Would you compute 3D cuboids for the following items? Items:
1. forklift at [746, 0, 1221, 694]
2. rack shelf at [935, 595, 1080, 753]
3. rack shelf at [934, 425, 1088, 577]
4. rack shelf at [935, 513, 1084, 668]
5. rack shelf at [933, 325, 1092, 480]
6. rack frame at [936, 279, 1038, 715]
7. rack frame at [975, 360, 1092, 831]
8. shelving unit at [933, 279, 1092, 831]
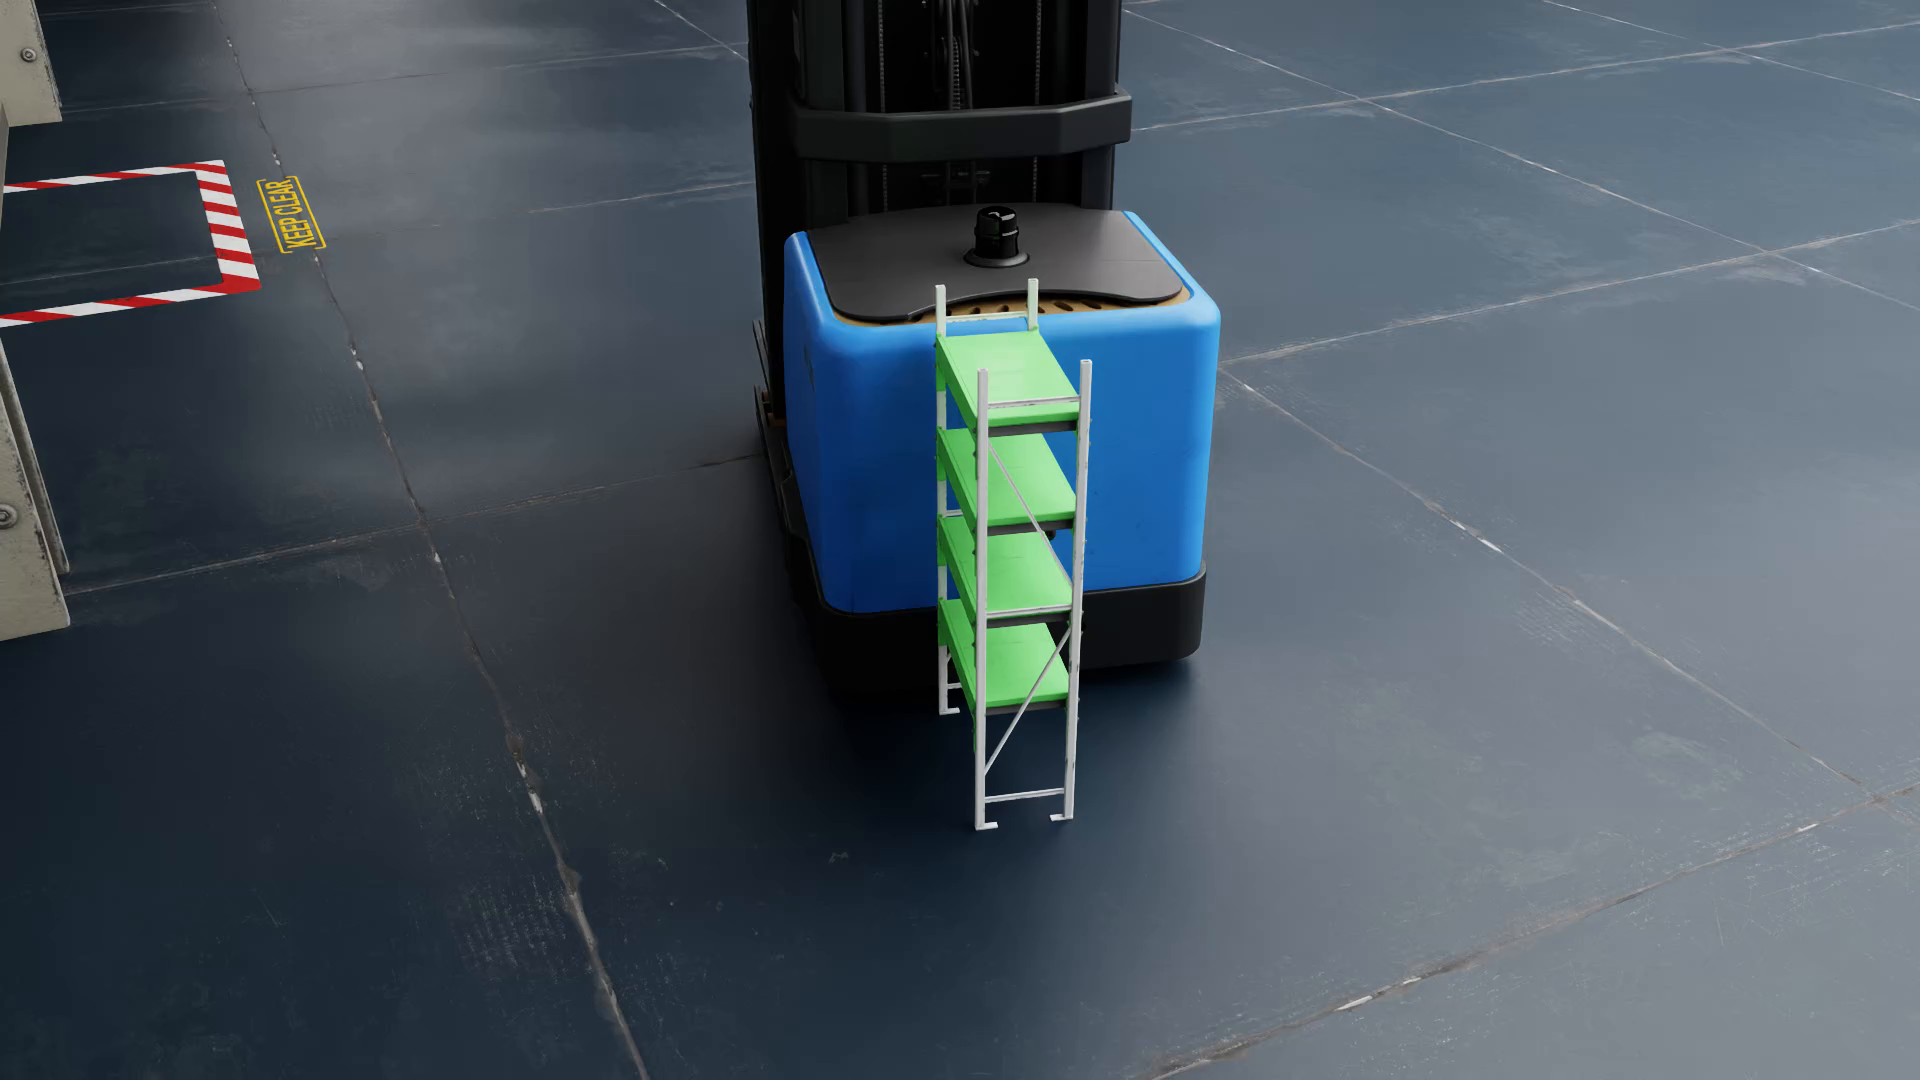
[{"bbox_3d":[-0.117,-1.577,5.066,1.130,2.935,3.031,-5,30,-9],"label":"forklift"},{"bbox_3d":[0.109,0.310,4.093,0.258,0.148,0.480,-5,30,-9],"label":"rack shelf"},{"bbox_3d":[0.109,-0.109,3.858,0.258,0.148,0.480,-5,30,-9],"label":"rack shelf"},{"bbox_3d":[0.109,0.100,3.975,0.258,0.148,0.480,-5,30,-9],"label":"rack shelf"},{"bbox_3d":[0.109,-0.318,3.740,0.258,0.148,0.480,-5,30,-9],"label":"rack shelf"},{"bbox_3d":[0.063,-0.073,4.153,0.240,1.200,0.015,-5,30,-9],"label":"rack frame"},{"bbox_3d":[0.155,0.162,3.735,0.240,1.200,0.015,-5,30,-9],"label":"rack frame"},{"bbox_3d":[0.109,0.044,3.944,0.258,1.200,0.503,-5,30,-9],"label":"shelving unit"}]
